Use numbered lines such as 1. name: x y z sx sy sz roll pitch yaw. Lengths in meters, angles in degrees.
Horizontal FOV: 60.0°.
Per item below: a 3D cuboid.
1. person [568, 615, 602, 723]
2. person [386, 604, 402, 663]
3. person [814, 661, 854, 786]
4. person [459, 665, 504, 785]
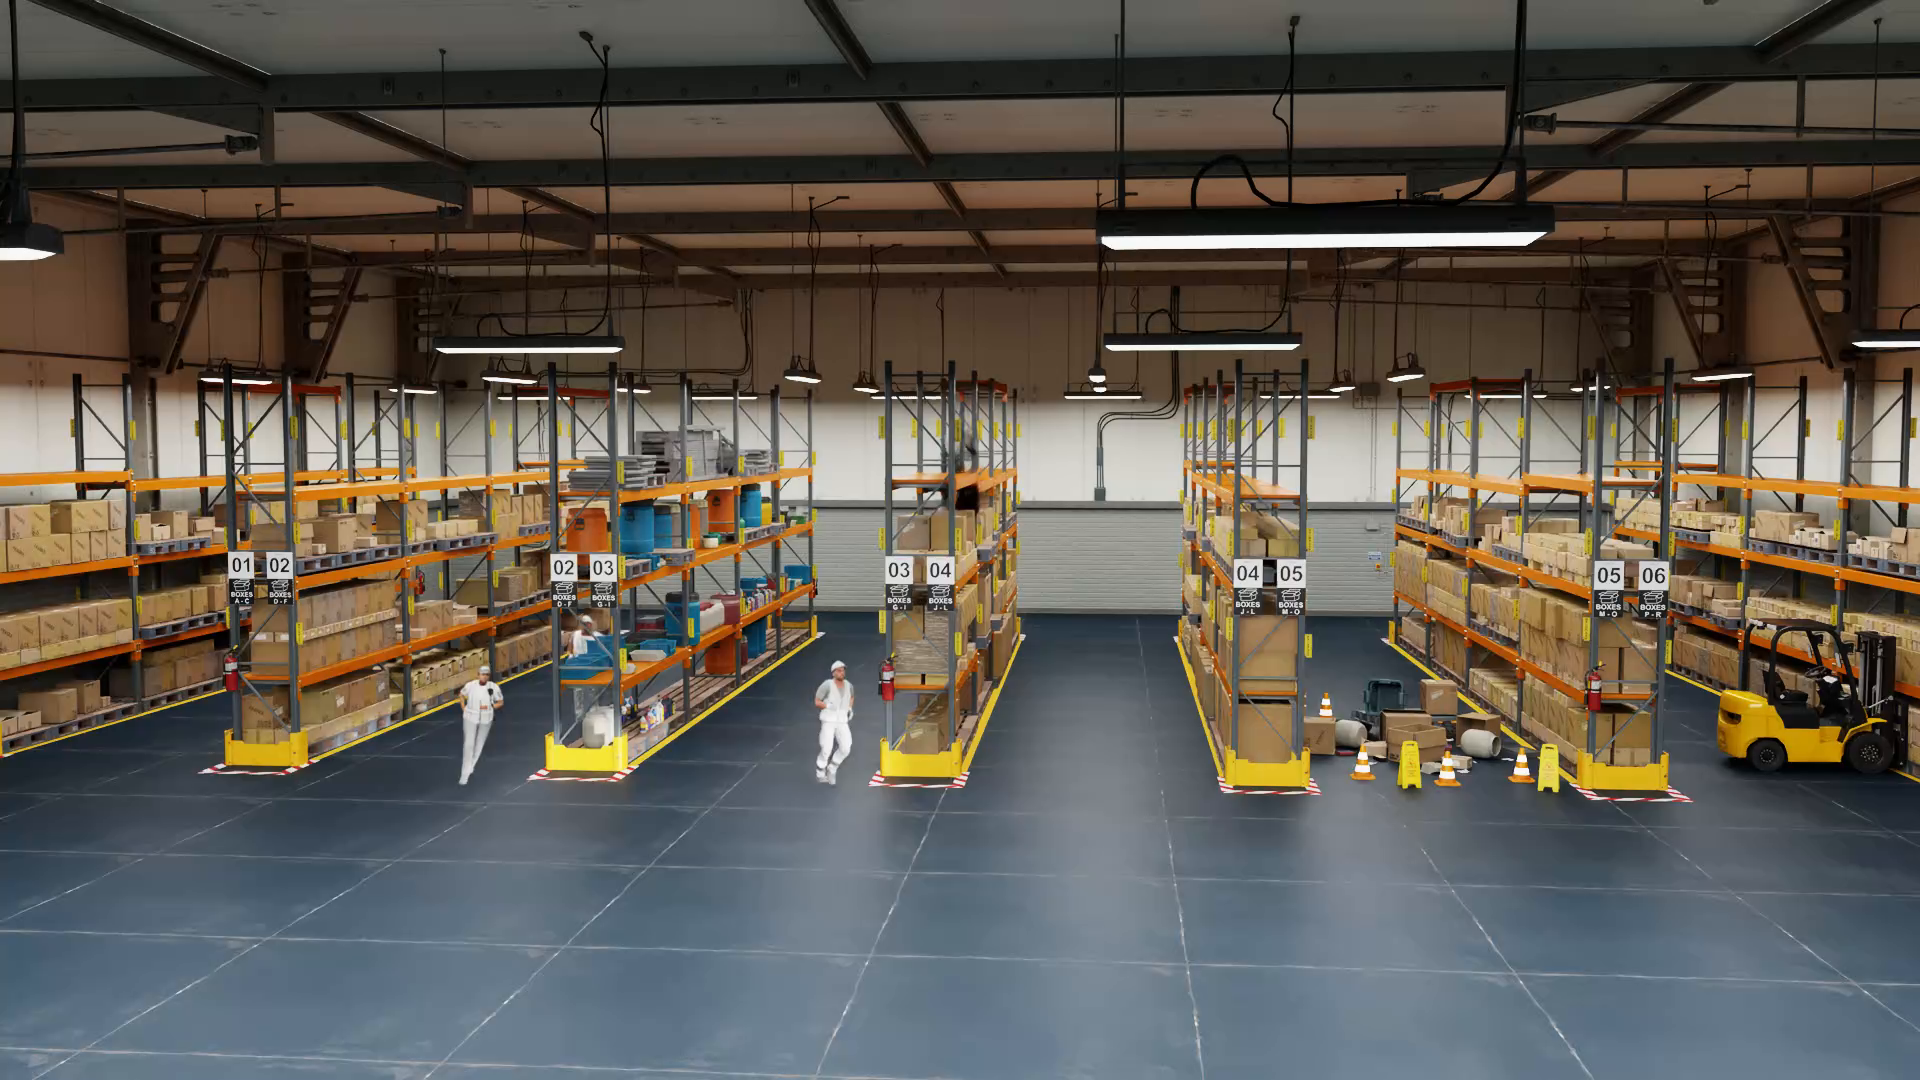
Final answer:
1. person: -6.476 2.221 28.760 0.662 1.841 0.776 0 4 -4
2. person: -11.269 1.949 32.877 0.677 1.846 0.864 0 4 6
3. person: -1.718 2.588 23.403 0.659 1.769 0.660 -2 4 -26
4. person: -6.918 2.631 23.933 0.665 1.687 0.786 -2 4 -23
